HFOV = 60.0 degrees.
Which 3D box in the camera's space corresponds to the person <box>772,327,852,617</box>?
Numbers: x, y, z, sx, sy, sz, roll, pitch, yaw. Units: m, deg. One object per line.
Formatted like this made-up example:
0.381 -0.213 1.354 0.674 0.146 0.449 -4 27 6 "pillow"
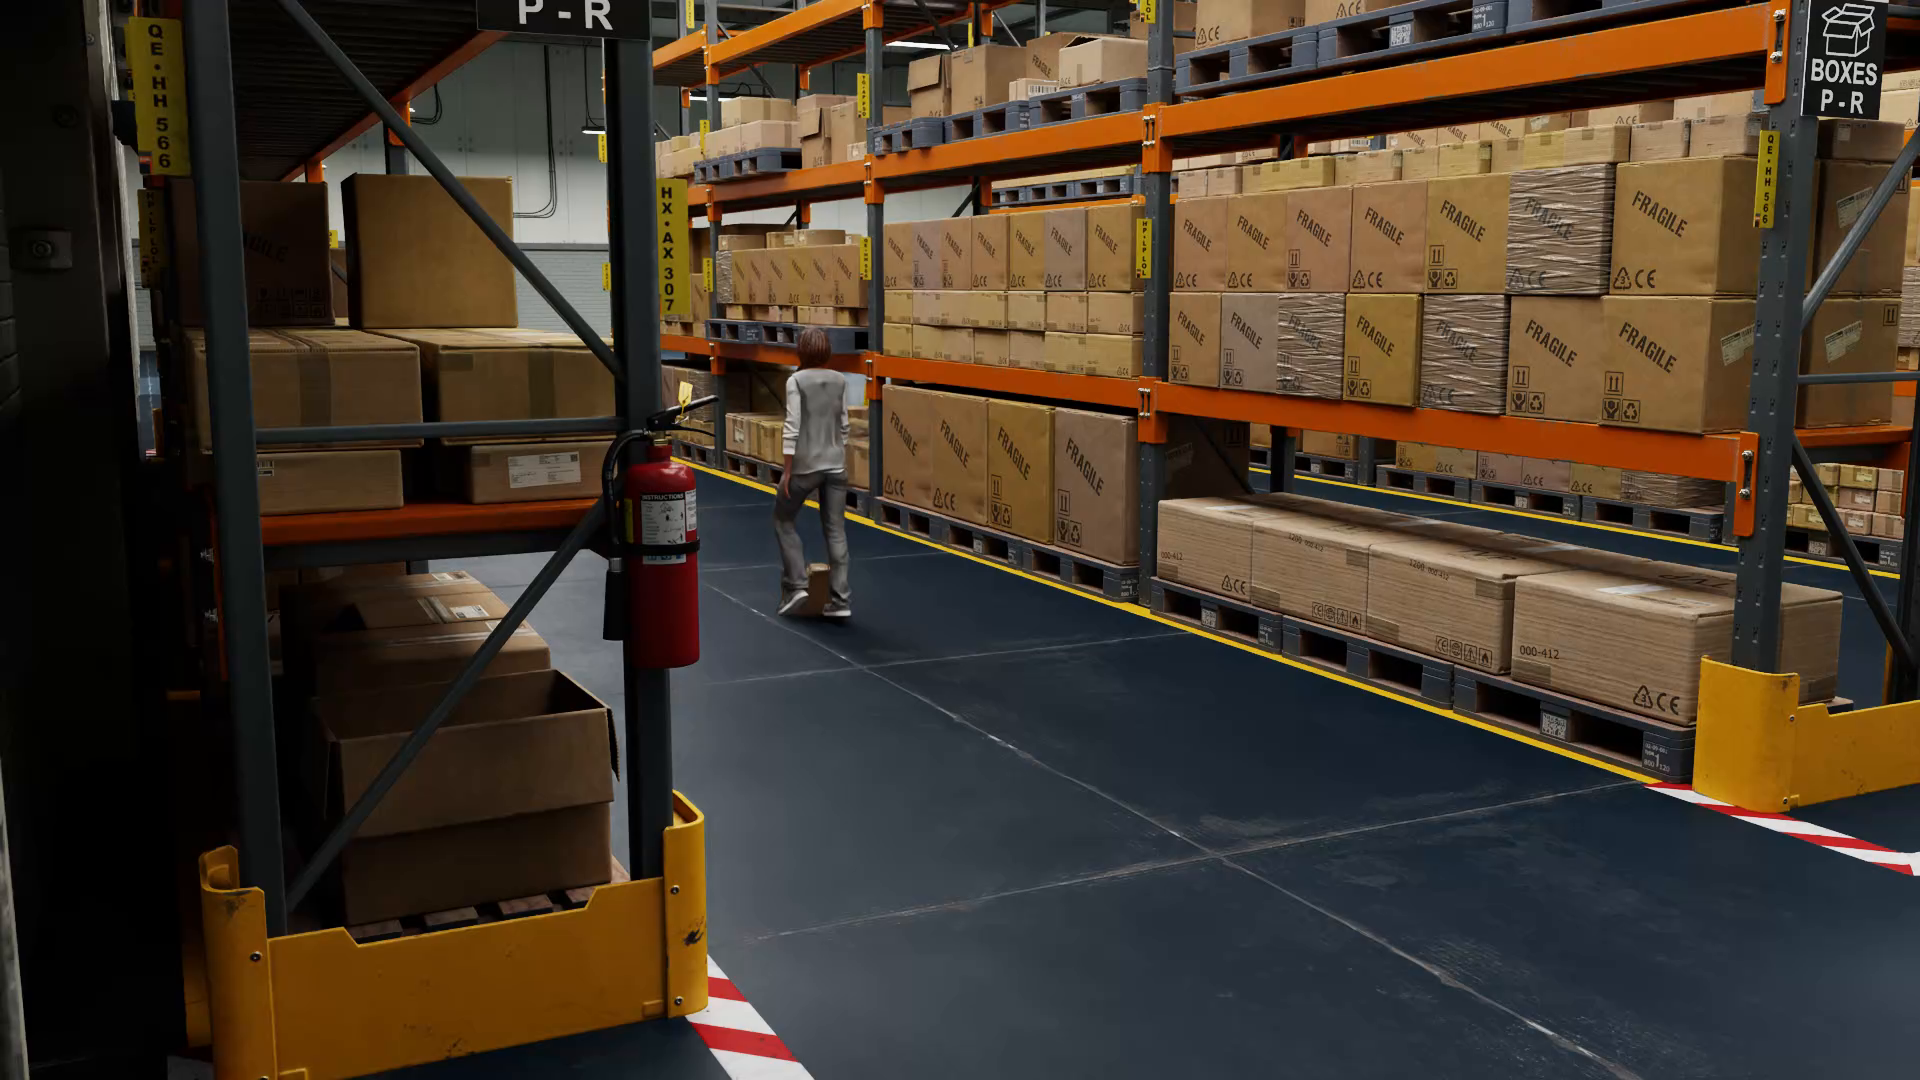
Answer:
-0.783 -0.346 9.129 0.444 1.629 0.546 -5 10 -31 "person"
